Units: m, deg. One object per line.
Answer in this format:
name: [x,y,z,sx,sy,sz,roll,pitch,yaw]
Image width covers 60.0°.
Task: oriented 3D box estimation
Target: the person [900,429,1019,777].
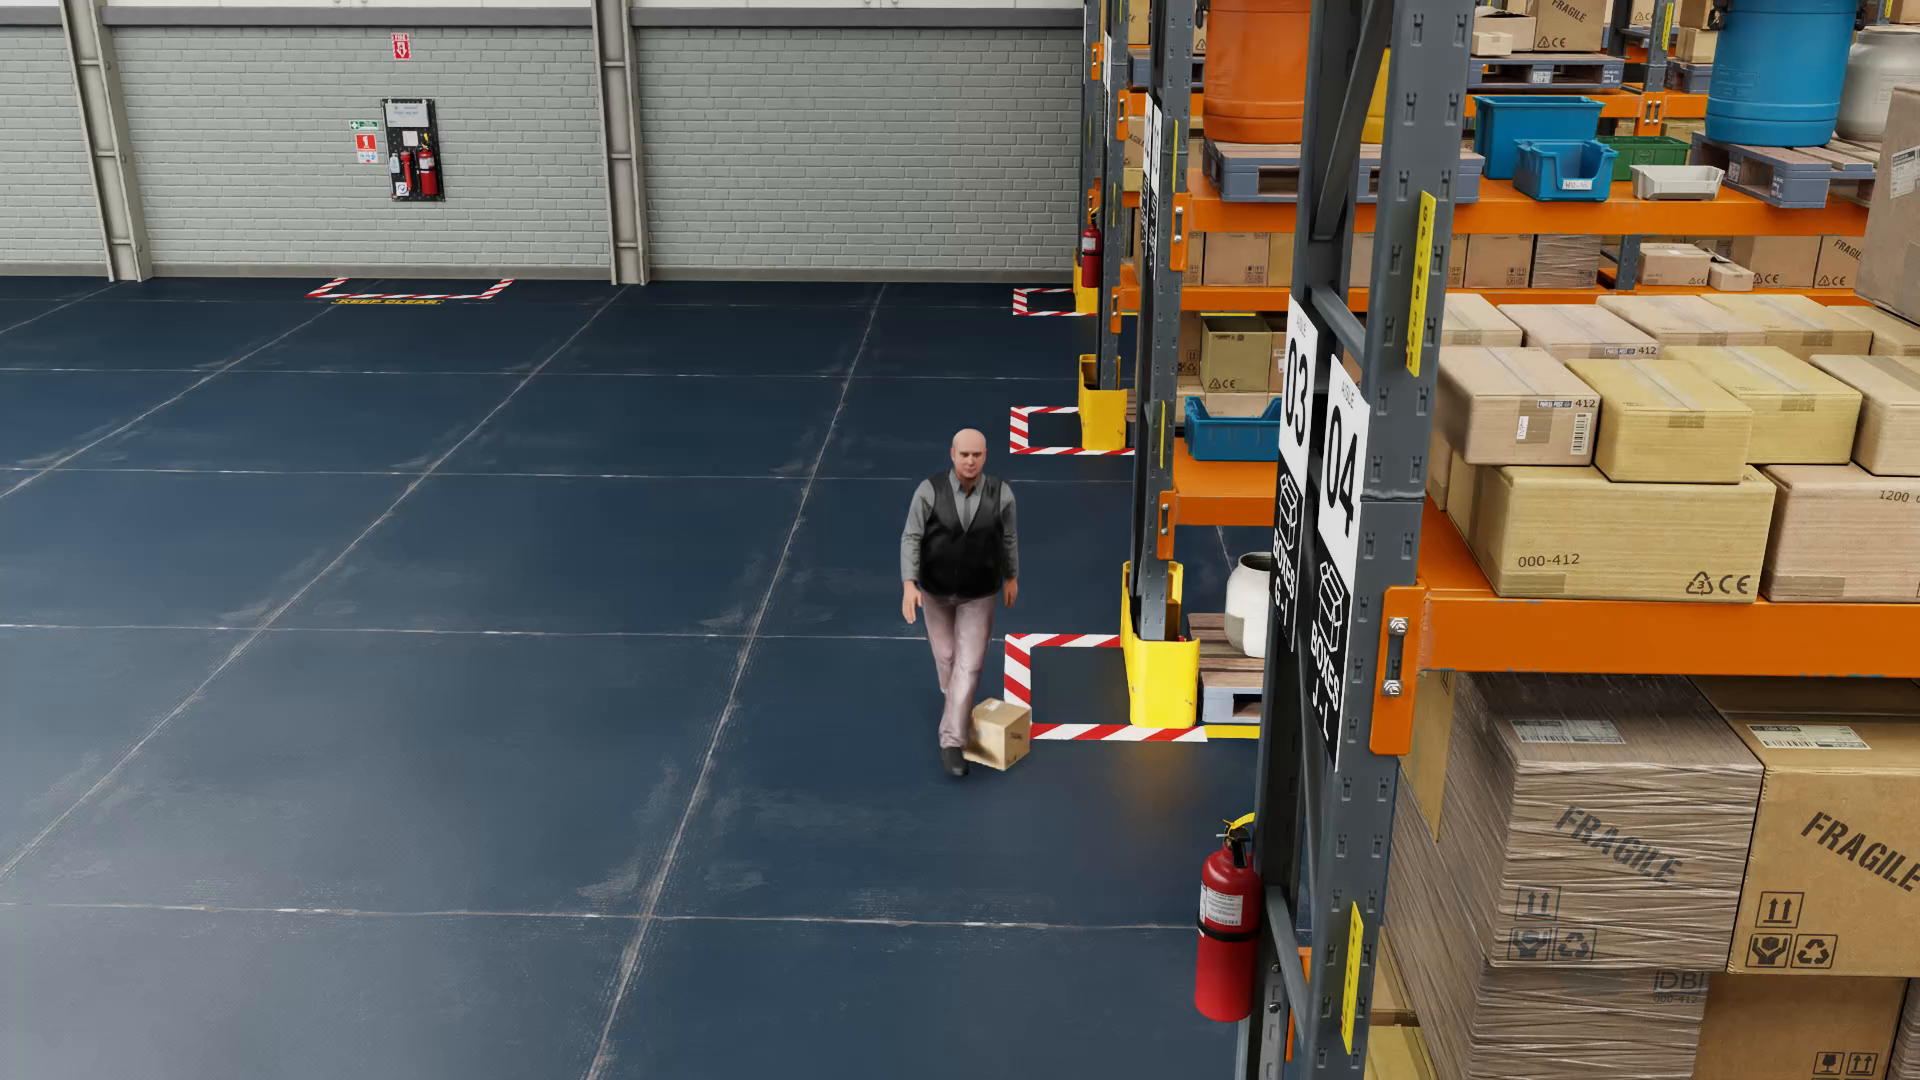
person: [0.001,0.264,8.398,0.596,1.669,0.973,1,21,1]
